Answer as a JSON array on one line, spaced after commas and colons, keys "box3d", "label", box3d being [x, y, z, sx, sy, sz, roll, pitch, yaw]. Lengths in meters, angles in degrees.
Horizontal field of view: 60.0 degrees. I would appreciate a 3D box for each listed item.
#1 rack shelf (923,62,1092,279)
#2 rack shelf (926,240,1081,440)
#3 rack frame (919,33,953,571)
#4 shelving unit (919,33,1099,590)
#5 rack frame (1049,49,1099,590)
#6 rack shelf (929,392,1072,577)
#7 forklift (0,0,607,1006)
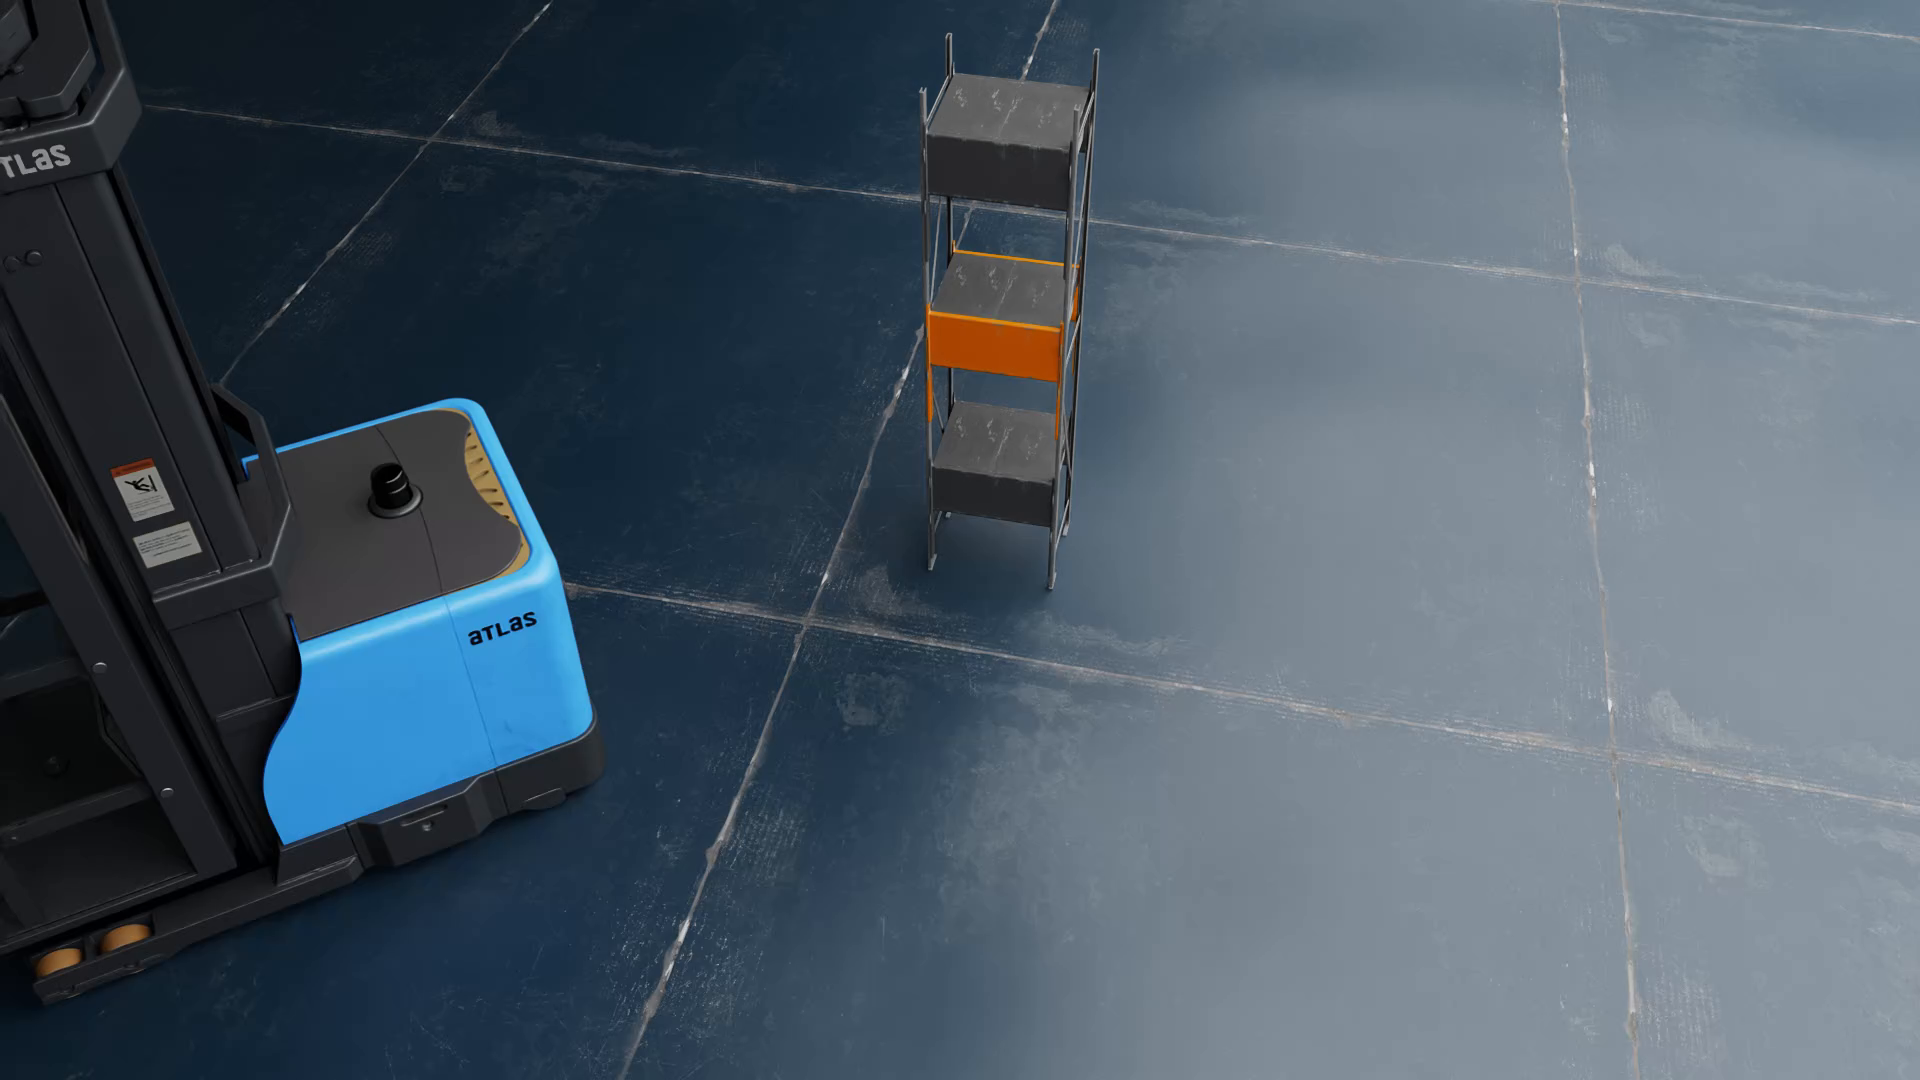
[{"box3d": [0.162, -1.226, 5.520, 0.480, 0.518, 0.431, 9, 45, 9], "label": "rack shelf"}, {"box3d": [0.162, -0.722, 6.005, 0.480, 0.518, 0.431, 9, 45, 9], "label": "rack shelf"}, {"box3d": [-0.077, -0.768, 6.034, 0.015, 2.100, 0.400, 9, 45, 9], "label": "rack frame"}, {"box3d": [0.162, -0.731, 5.996, 0.503, 2.100, 0.431, 9, 45, 9], "label": "shelving unit"}, {"box3d": [0.400, -0.694, 5.957, 0.015, 2.100, 0.400, 9, 45, 9], "label": "rack frame"}, {"box3d": [0.162, -0.217, 6.491, 0.480, 0.518, 0.431, 9, 45, 9], "label": "rack shelf"}, {"box3d": [-2.788, -0.032, 4.669, 3.031, 2.935, 1.130, -20, 47, -19], "label": "forklift"}]
